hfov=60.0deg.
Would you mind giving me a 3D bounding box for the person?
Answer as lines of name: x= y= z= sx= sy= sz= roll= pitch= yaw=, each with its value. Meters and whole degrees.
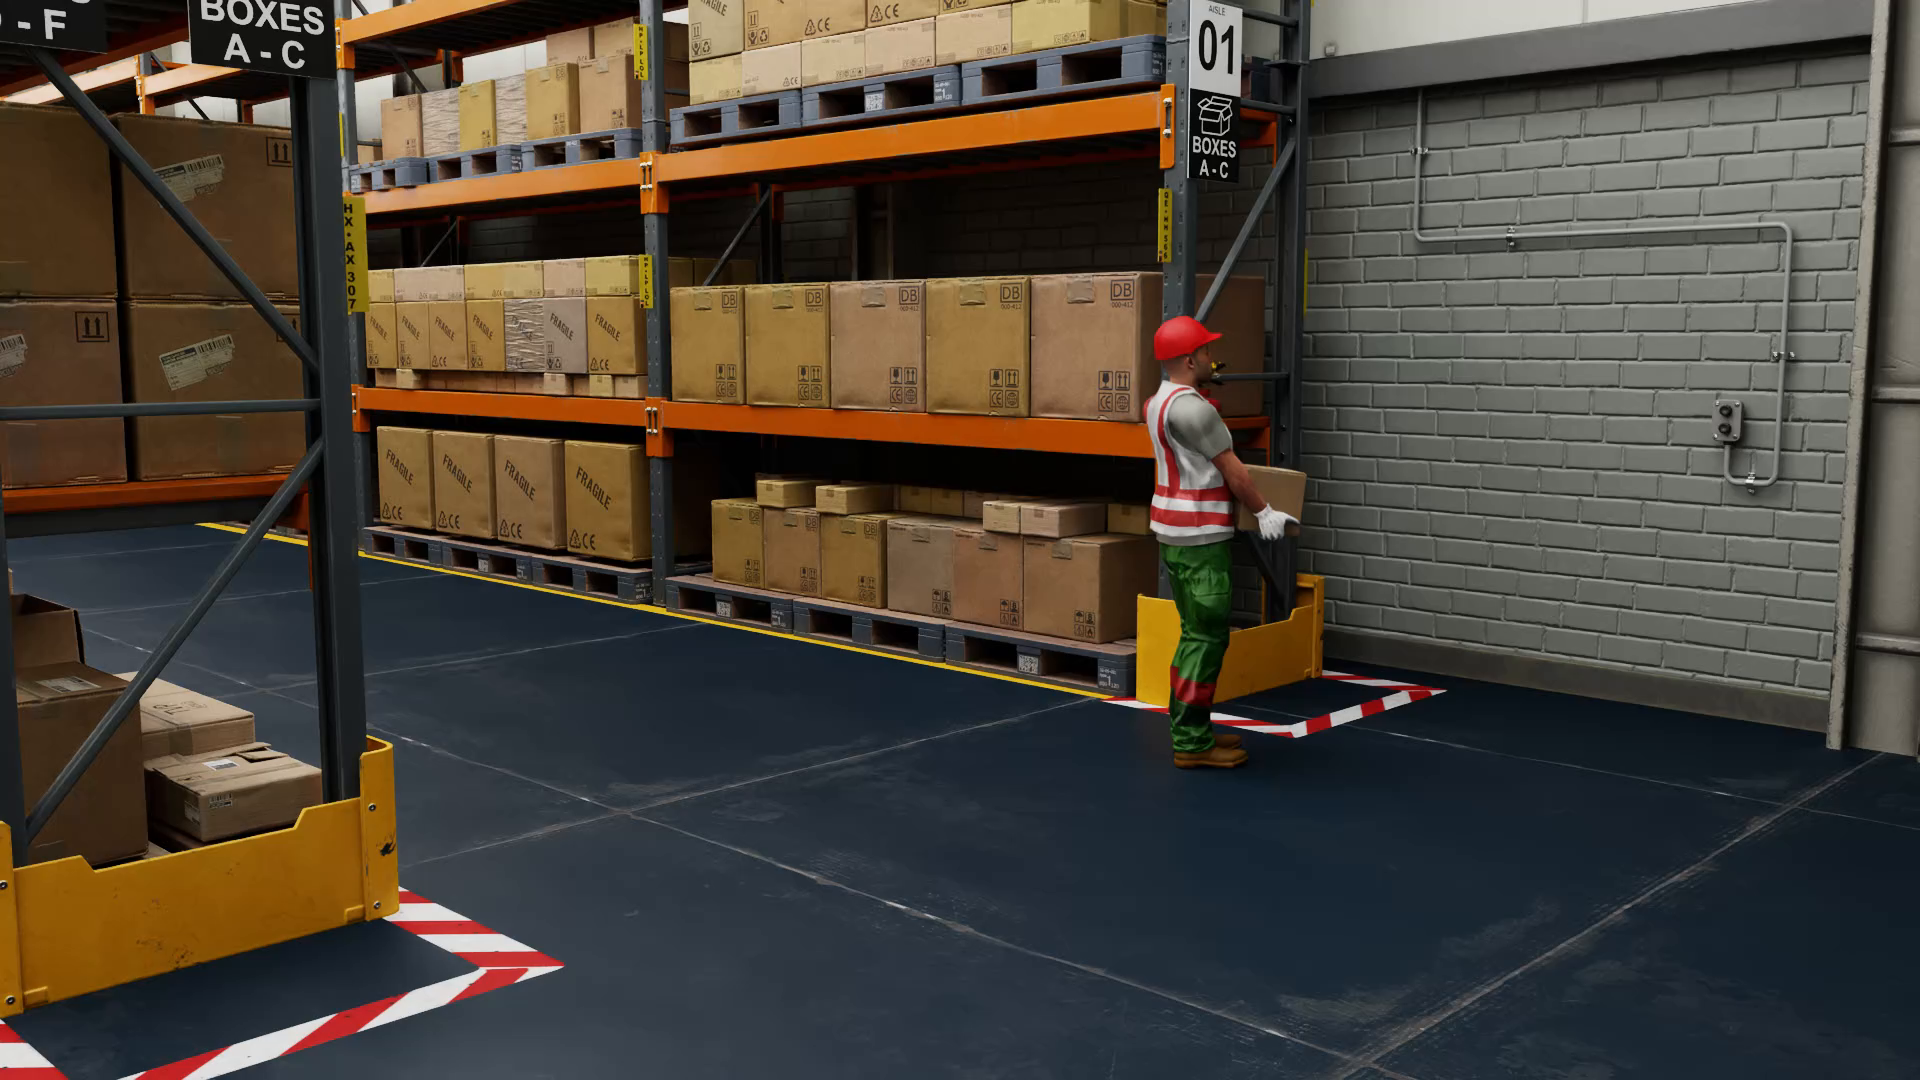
person: x=1.040 y=0.000 z=6.675 sx=0.568 sy=1.783 sz=0.494 roll=-1 pitch=7 yaw=-7
